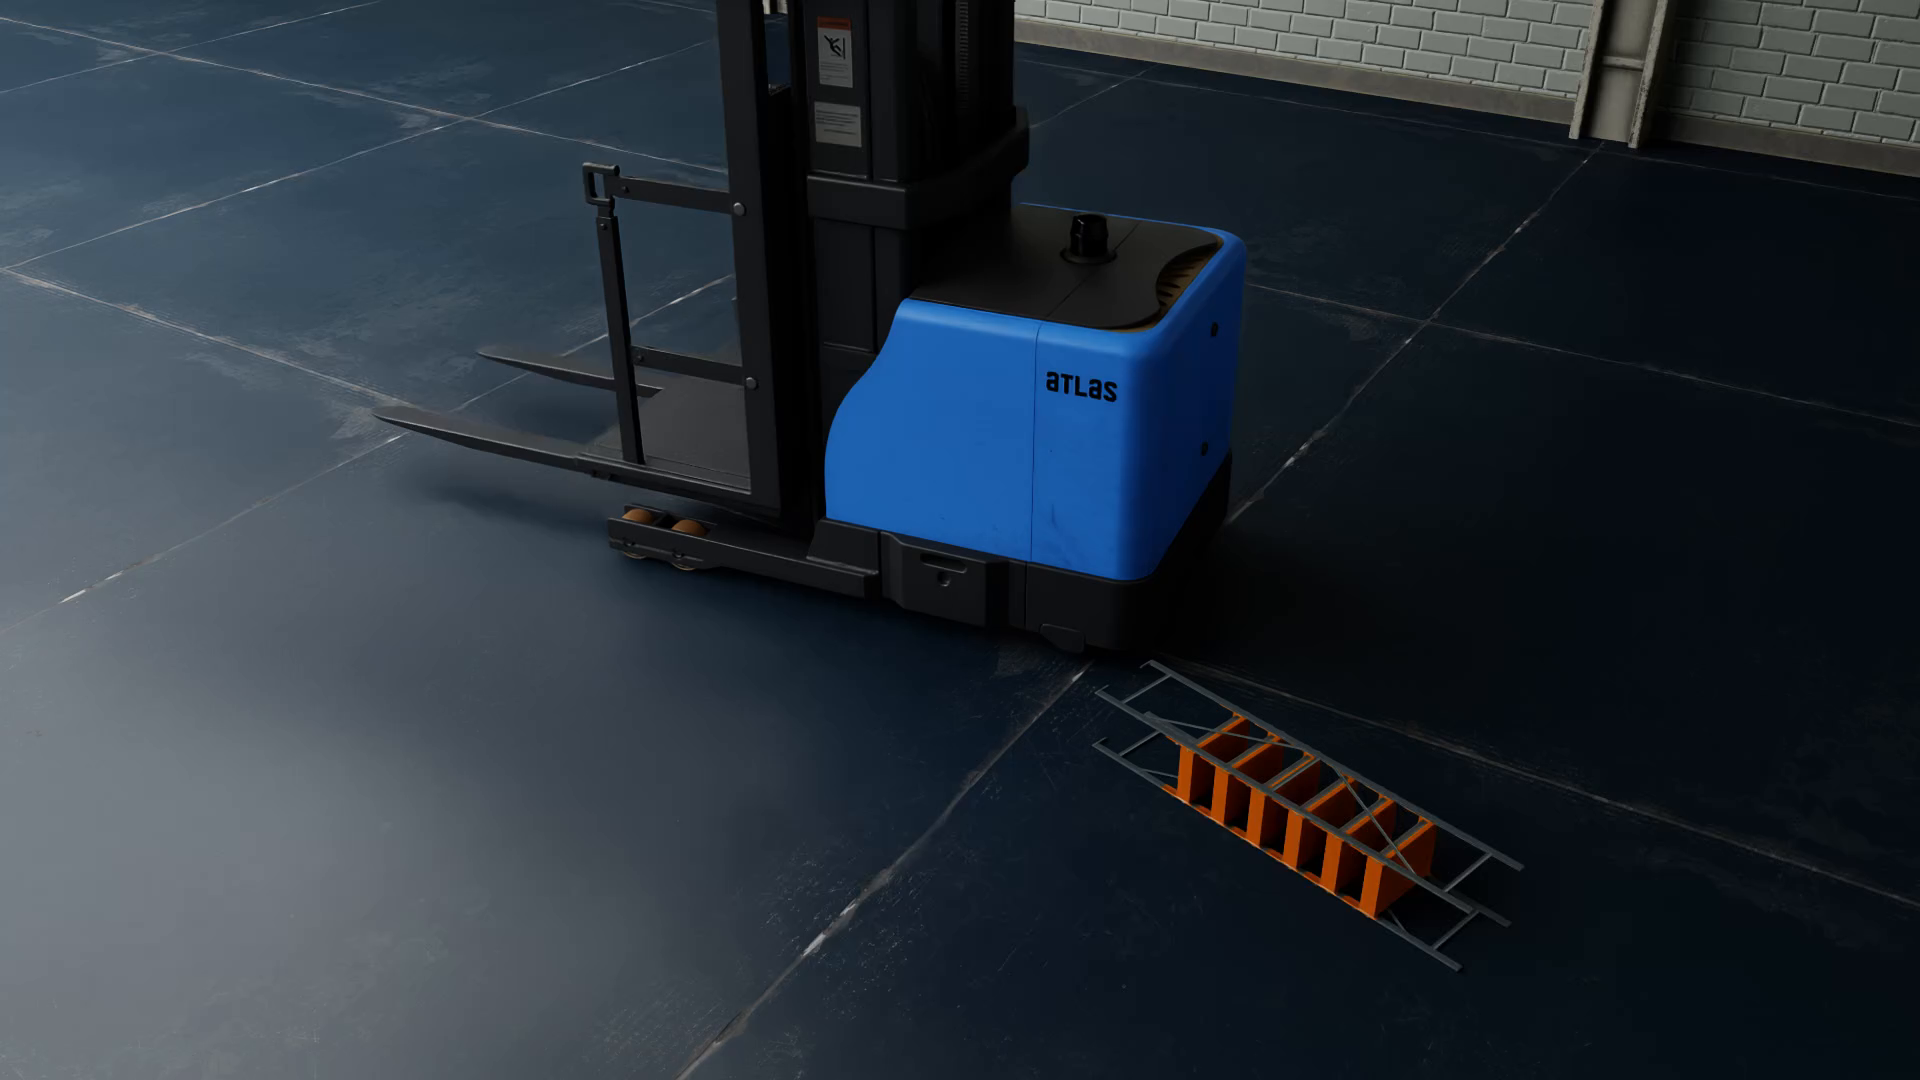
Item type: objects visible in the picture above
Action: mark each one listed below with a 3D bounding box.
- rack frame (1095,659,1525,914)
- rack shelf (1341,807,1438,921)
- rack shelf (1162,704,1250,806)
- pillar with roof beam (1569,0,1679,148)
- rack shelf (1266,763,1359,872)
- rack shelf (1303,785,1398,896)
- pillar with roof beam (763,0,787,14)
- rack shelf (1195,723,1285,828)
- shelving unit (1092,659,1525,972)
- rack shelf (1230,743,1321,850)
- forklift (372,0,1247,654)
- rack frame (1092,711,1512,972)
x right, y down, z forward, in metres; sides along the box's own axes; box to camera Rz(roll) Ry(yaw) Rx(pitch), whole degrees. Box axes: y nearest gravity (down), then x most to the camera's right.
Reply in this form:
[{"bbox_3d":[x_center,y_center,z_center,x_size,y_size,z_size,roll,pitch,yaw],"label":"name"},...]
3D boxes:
[{"bbox_3d":[0.871,0.609,4.333,0.240,0.006,1.200,-25,38,-36],"label":"rack frame"},{"bbox_3d":[1.085,0.805,4.178,0.258,0.180,0.103,-25,38,-36],"label":"rack shelf"},{"bbox_3d":[0.679,0.582,4.560,0.258,0.180,0.103,-25,38,-36],"label":"rack shelf"},{"bbox_3d":[1.555,-4.437,4.426,0.400,9.000,9.100,18,35,27],"label":"pillar with roof beam"},{"bbox_3d":[0.923,0.716,4.331,0.258,0.180,0.103,-25,38,-36],"label":"rack shelf"},{"bbox_3d":[1.004,0.760,4.254,0.258,0.180,0.103,-25,38,-36],"label":"rack shelf"},{"bbox_3d":[-3.526,-6.045,7.181,0.400,9.000,9.100,18,35,27],"label":"pillar with roof beam"},{"bbox_3d":[0.760,0.627,4.483,0.258,0.180,0.103,-25,38,-36],"label":"rack shelf"},{"bbox_3d":[0.871,0.688,4.379,0.258,0.189,1.200,-25,38,-36],"label":"shelving unit"},{"bbox_3d":[0.841,0.671,4.407,0.258,0.180,0.103,-25,38,-36],"label":"rack shelf"},{"bbox_3d":[-0.638,-1.393,5.229,3.031,2.935,1.130,12,32,20],"label":"forklift"},{"bbox_3d":[0.871,0.767,4.425,0.240,0.006,1.200,-25,38,-36],"label":"rack frame"}]
